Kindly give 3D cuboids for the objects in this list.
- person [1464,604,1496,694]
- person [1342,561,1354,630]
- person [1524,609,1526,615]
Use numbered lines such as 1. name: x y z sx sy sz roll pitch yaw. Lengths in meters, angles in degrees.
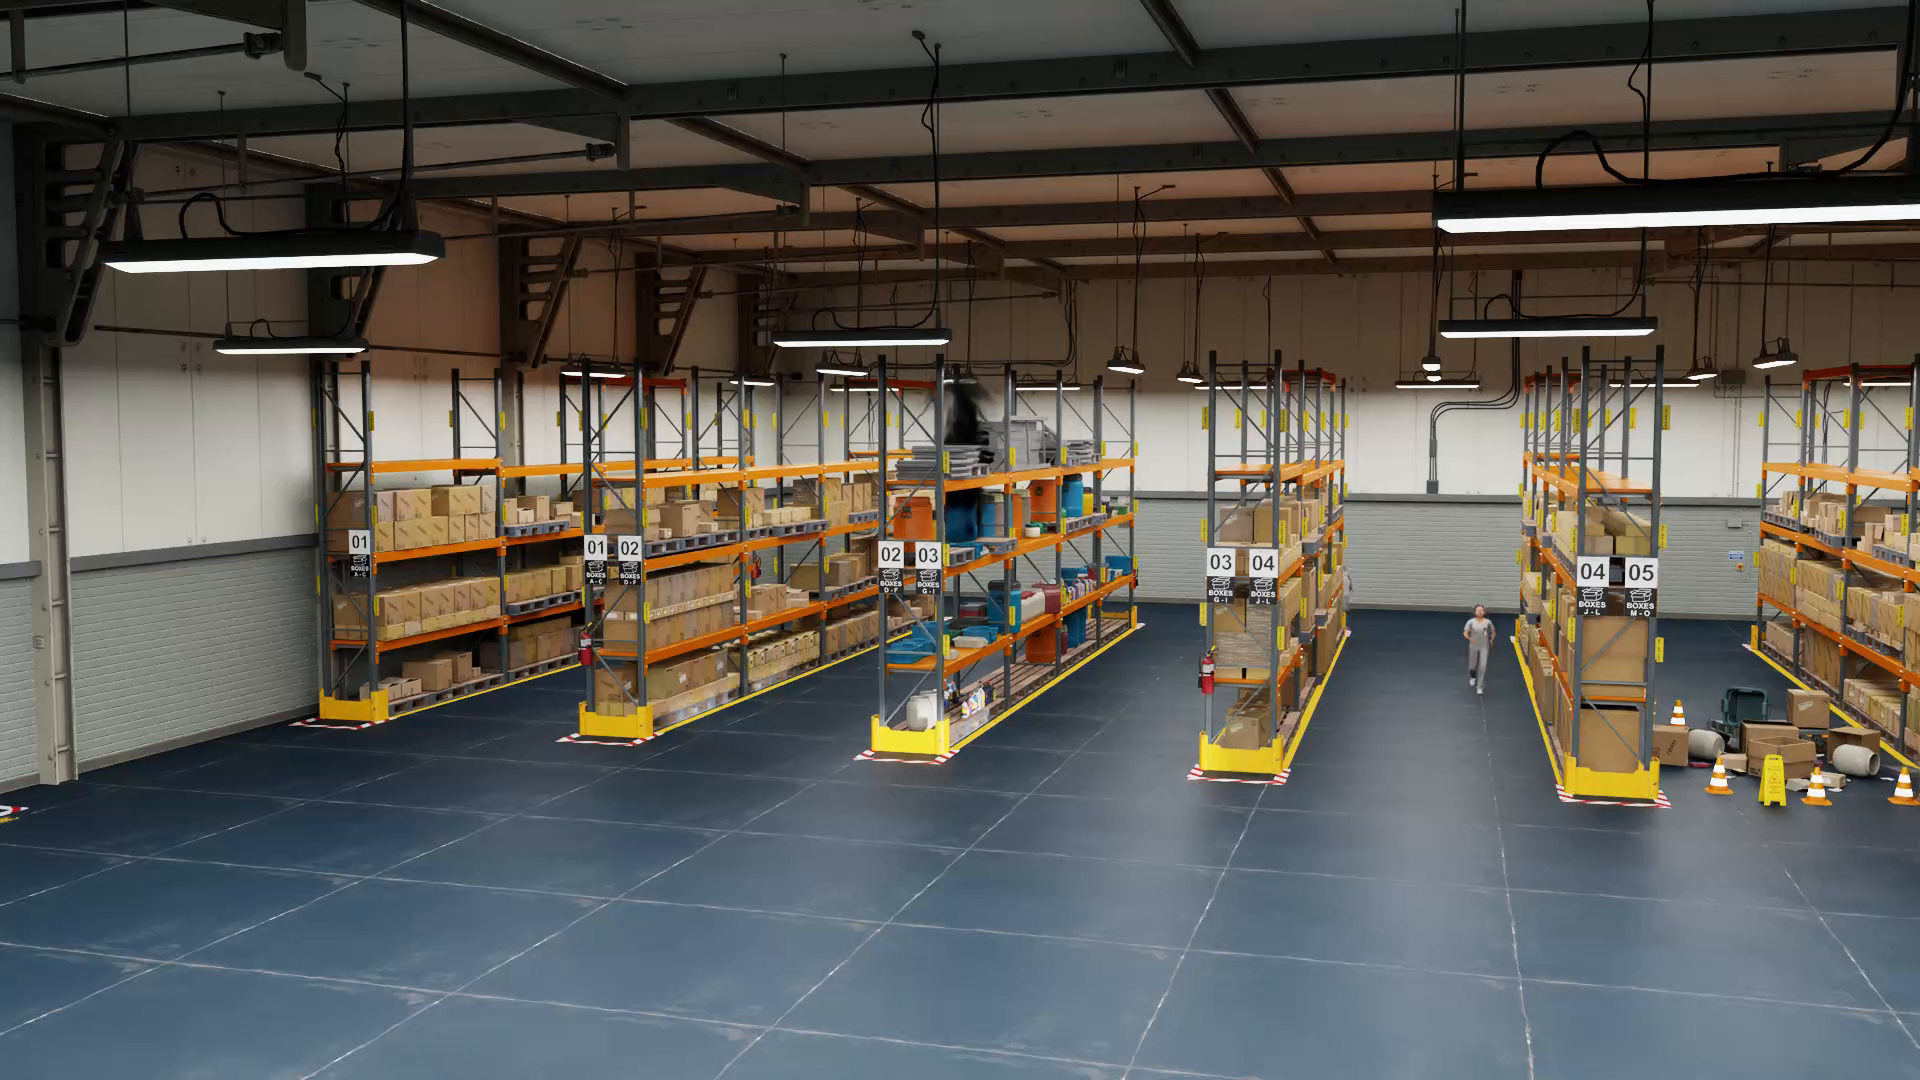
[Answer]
1. person: 9.580 1.997 30.650 0.574 1.628 0.758 1 4 14
2. person: 9.149 1.319 39.980 0.571 1.654 0.665 -3 5 -32
3. person: 13.398 1.400 38.614 0.572 1.726 0.648 0 4 -2
